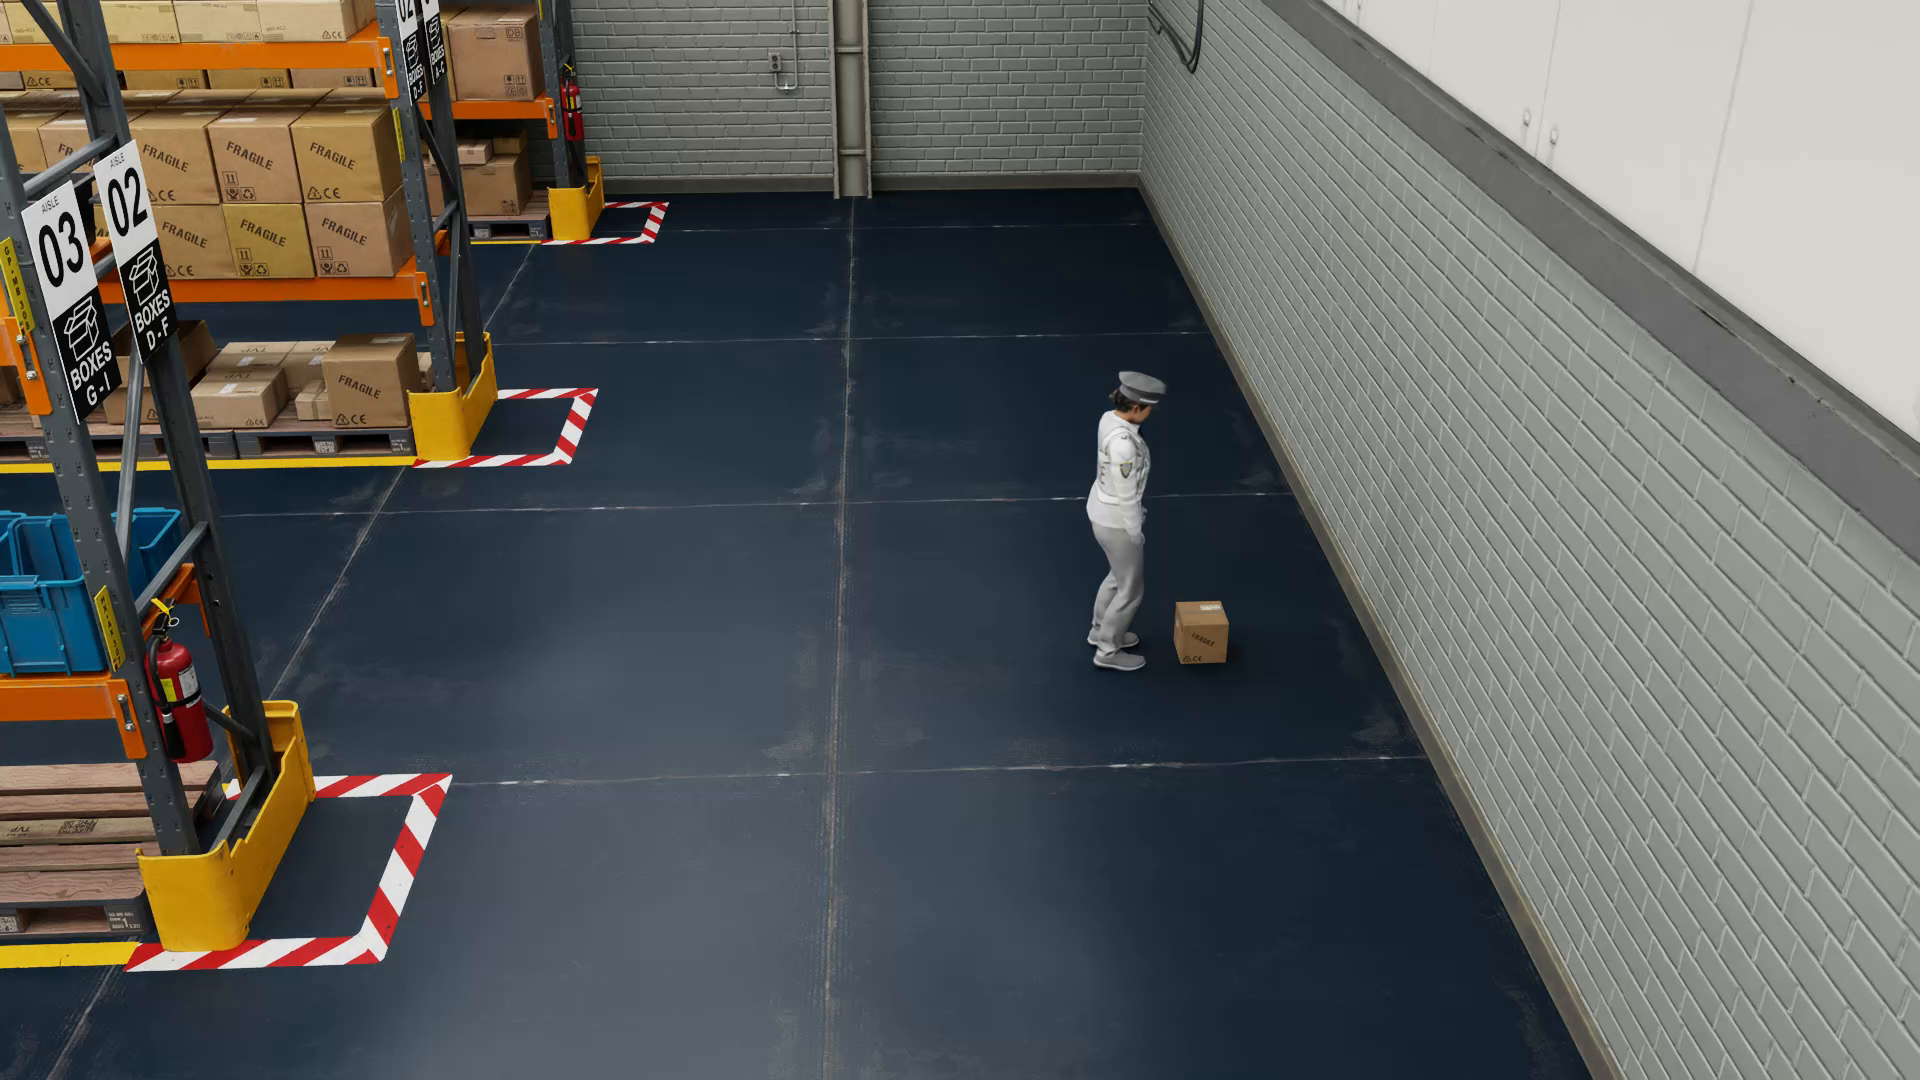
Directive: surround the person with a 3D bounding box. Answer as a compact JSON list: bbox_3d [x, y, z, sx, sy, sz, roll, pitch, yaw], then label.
[{"bbox_3d":[0.863,-0.107,8.851,0.381,1.653,0.485,-1,28,-1],"label":"person"}]
